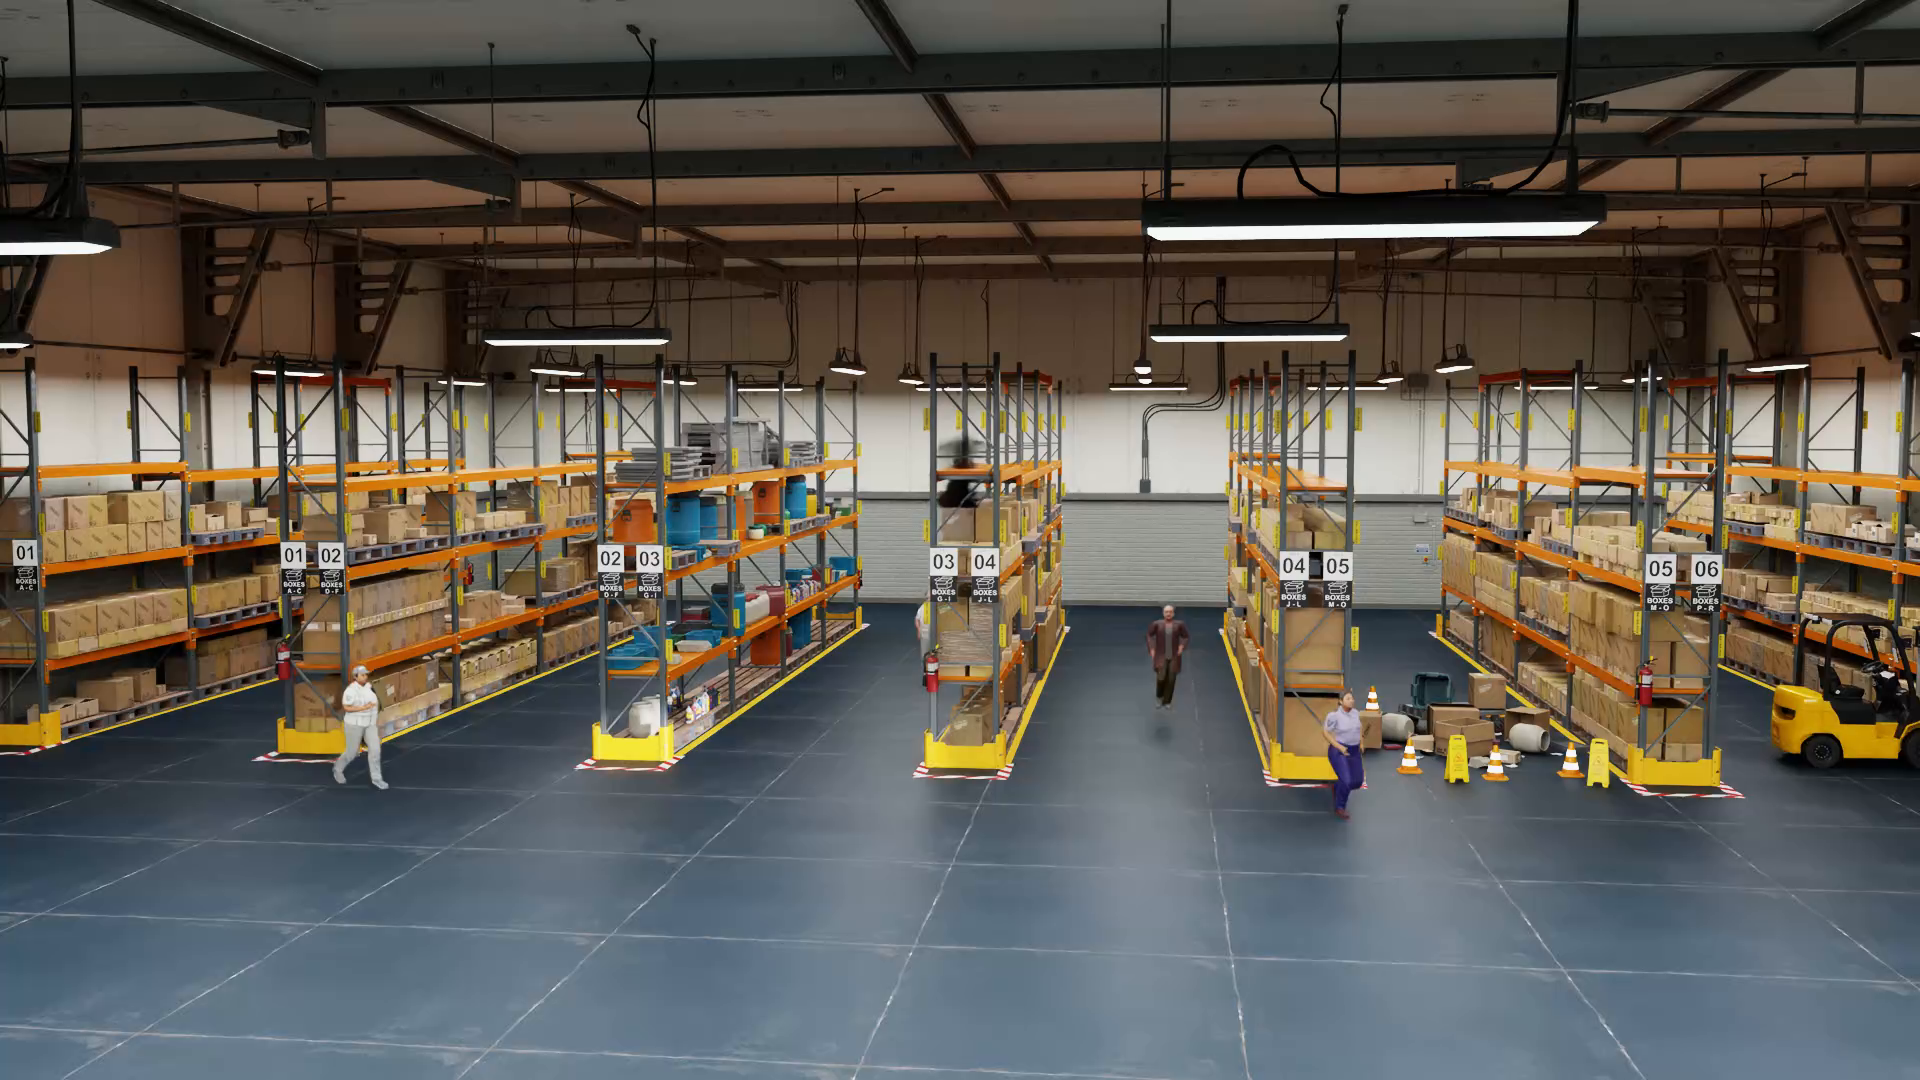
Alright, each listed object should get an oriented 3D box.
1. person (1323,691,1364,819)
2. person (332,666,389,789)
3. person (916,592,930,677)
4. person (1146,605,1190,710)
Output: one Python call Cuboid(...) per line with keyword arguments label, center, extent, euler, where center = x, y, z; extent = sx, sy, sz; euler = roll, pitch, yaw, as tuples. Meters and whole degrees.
Cuboid(label="person", center=(4.889, 2.712, 21.182), extent=(0.639, 1.607, 0.534), euler=(-2, 5, -29))
Cuboid(label="person", center=(-8.211, 2.544, 22.728), extent=(0.902, 1.673, 0.632), euler=(2, 5, 27))
Cuboid(label="person", center=(-0.555, 1.864, 32.137), extent=(0.650, 1.757, 0.636), euler=(0, 4, 7))
Cuboid(label="person", center=(3.432, 1.950, 27.391), extent=(0.717, 1.747, 0.644), euler=(0, 4, 2))
